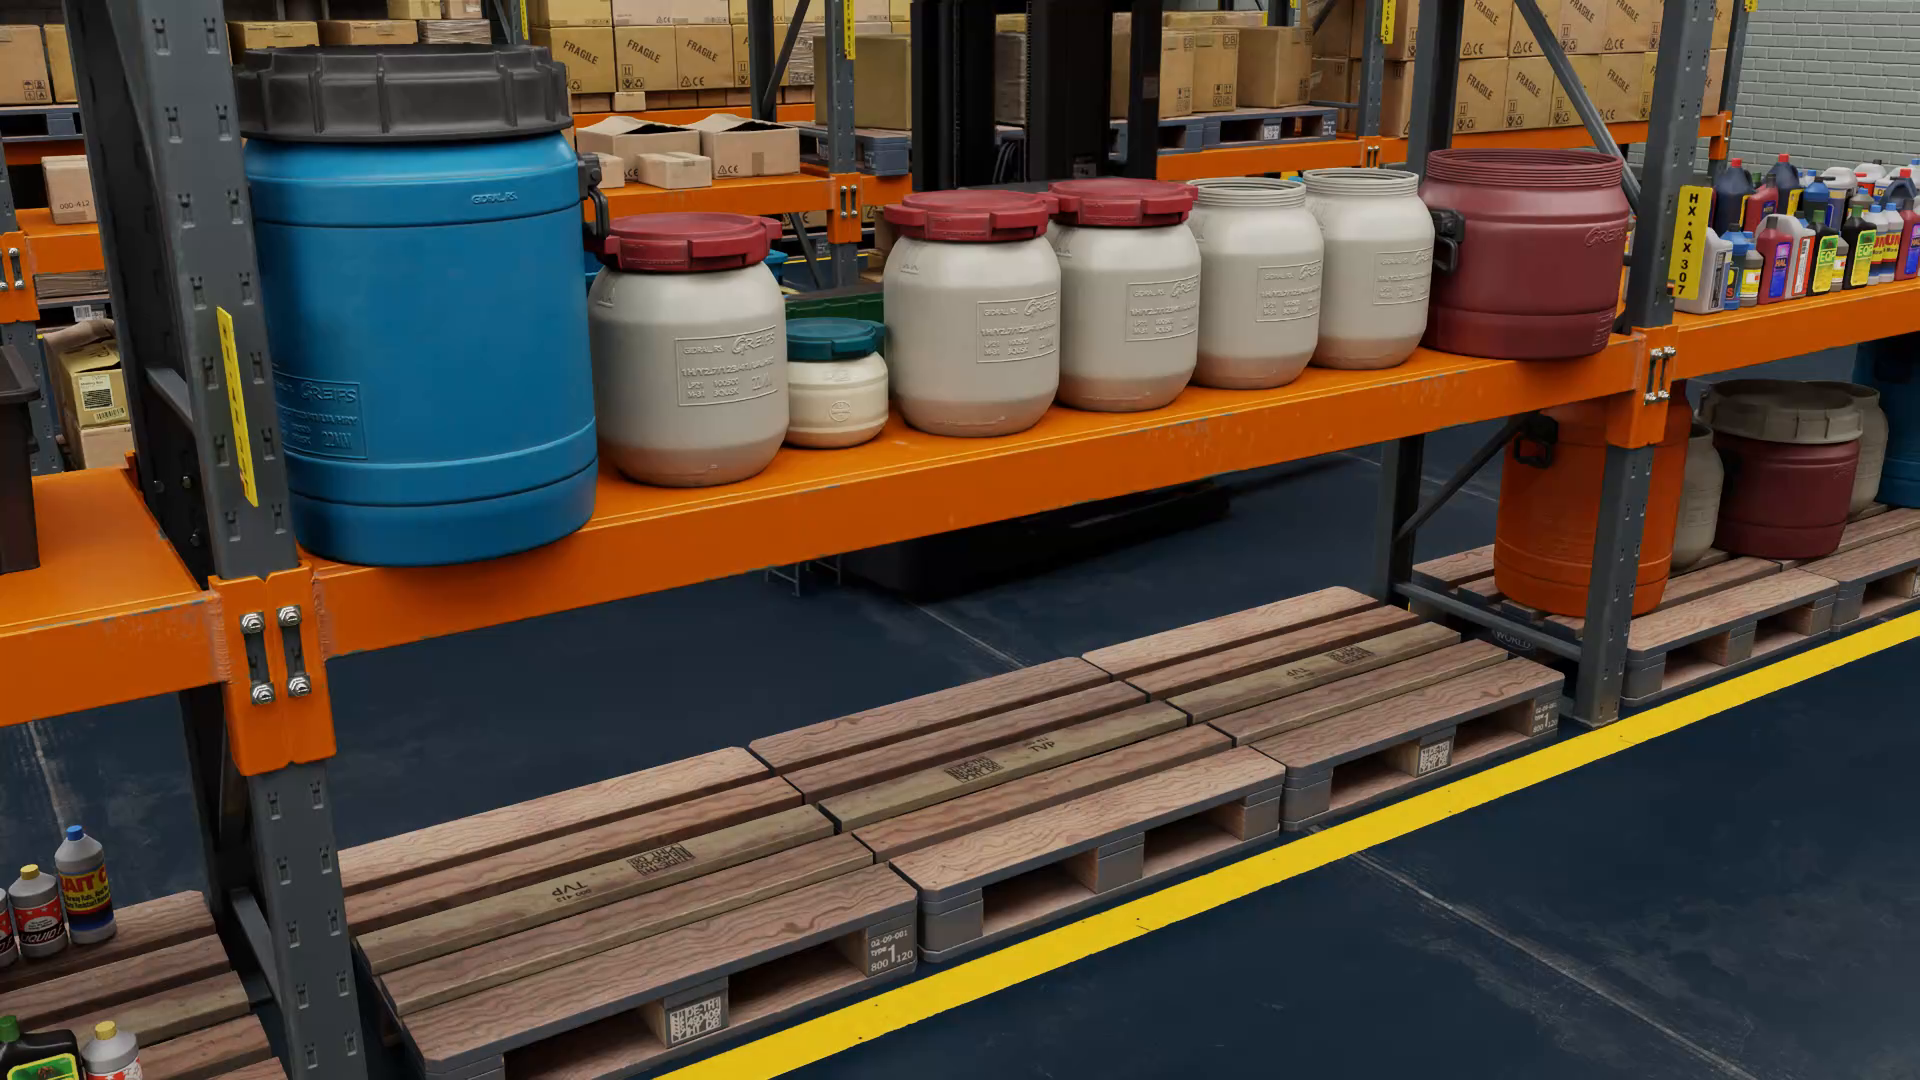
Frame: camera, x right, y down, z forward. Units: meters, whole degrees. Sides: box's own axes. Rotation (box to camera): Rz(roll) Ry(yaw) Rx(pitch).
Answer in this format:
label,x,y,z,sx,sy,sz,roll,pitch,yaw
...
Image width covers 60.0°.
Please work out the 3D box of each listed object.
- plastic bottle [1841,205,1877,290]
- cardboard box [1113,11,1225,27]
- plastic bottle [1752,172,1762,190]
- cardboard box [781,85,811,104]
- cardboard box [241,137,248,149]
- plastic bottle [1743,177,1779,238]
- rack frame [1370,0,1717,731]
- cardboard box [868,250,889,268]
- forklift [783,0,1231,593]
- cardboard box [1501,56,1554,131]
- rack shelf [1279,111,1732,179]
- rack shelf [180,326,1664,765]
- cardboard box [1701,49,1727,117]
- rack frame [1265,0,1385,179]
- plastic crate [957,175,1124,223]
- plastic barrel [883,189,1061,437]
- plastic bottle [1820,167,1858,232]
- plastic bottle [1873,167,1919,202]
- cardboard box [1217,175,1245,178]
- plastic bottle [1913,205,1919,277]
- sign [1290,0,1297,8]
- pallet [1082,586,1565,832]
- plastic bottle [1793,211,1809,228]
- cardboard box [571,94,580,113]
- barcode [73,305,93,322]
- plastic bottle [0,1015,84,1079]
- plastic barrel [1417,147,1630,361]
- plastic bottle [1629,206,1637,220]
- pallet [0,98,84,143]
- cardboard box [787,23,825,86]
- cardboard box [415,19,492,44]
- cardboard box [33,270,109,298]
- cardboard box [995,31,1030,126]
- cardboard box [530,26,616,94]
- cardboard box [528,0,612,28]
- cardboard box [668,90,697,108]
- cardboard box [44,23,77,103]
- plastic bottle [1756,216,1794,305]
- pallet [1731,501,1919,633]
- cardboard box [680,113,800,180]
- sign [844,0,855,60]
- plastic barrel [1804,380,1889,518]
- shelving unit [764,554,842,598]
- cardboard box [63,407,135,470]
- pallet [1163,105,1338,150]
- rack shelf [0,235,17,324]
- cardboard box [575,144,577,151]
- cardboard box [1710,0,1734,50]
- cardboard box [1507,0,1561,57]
label,x,y,z,sx,sy,sz,roll,pitch,yaw
plastic bottle,3.093,-1.012,5.737,0.133,0.283,0.061,-12,22,-31
cardboard box,2.048,-4.922,16.651,0.700,0.700,0.980,-12,22,-32
plastic bottle,3.161,-1.332,6.682,0.133,0.283,0.061,-12,22,-31
cardboard box,-1.482,-3.842,14.286,0.250,0.149,0.380,-13,22,-33
cardboard box,-3.134,-1.836,7.836,0.500,0.500,0.500,-10,21,-28
plastic bottle,3.129,-1.269,6.498,0.133,0.283,0.061,-12,22,-31
rack frame,1.837,-0.944,5.354,0.127,3.000,1.000,-12,22,-31
cardboard box,-0.232,-1.521,10.278,0.500,0.500,0.500,-11,22,-29
forklift,0.595,-1.552,7.259,3.031,2.935,1.130,-15,24,-38
cardboard box,3.877,-3.217,11.921,0.500,0.500,0.500,-12,22,-32
rack shelf,4.127,-2.986,12.516,4.000,0.370,1.077,-12,22,-31
rack shelf,0.167,-0.251,4.427,4.000,0.370,1.077,-12,22,-31
cardboard box,5.573,-3.574,12.978,0.500,0.500,0.500,-11,22,-30
rack frame,2.457,-2.974,11.359,0.127,3.000,1.000,-12,22,-31
plastic crate,0.320,-0.772,4.744,0.583,0.464,0.402,-12,22,-31
plastic barrel,0.029,-0.543,3.955,0.433,0.535,0.433,0,19,0
plastic bottle,3.615,-1.406,6.915,0.135,0.276,0.152,-12,22,-31
plastic bottle,3.892,-1.406,6.915,0.135,0.276,0.152,-12,22,-31
cardboard box,2.541,-3.868,17.249,0.500,0.500,0.700,-12,22,-31
plastic bottle,3.453,-1.089,5.984,0.097,0.271,0.097,0,19,0
sign,3.357,-5.516,16.700,0.005,0.325,0.100,-12,22,-31
pallet,1.169,0.503,5.427,1.213,0.211,1.003,-12,22,-31
plastic bottle,2.841,-0.984,5.672,0.097,0.271,0.097,0,19,0
cardboard box,-3.209,-3.480,13.217,0.250,0.149,0.380,-12,22,-32
barcode,-3.782,-0.978,7.170,0.075,0.075,0.001,-12,22,-31
plastic bottle,-1.724,1.012,3.123,0.133,0.283,0.061,-11,21,-29
plastic barrel,1.616,-0.846,4.850,0.708,0.536,0.600,-12,22,-31
plastic bottle,2.565,-1.193,6.291,0.097,0.271,0.097,0,19,0
pallet,-6.234,-2.894,11.422,1.213,0.211,1.003,-12,22,-31
cardboard box,-1.362,-4.169,14.241,0.500,0.500,0.500,-12,22,-31
cardboard box,-3.998,-3.764,12.853,0.500,0.500,0.700,-15,24,-38
cardboard box,-6.346,-2.048,11.834,0.500,0.500,0.700,-11,22,-30
cardboard box,0.449,-2.767,9.934,0.500,0.500,0.700,-8,20,-21
cardboard box,-3.065,-3.809,13.176,0.500,0.500,0.500,-11,22,-30
cardboard box,-3.066,-4.163,13.053,0.500,0.250,0.500,-11,22,-30
cardboard box,-2.371,-3.672,13.784,0.250,0.149,0.380,-11,22,-30
cardboard box,-6.037,-3.322,11.545,0.500,0.500,0.700,-9,21,-26
plastic bottle,2.676,-0.924,5.477,0.133,0.283,0.061,-12,22,-31
pallet,3.491,0.013,6.876,1.213,0.211,1.003,-12,22,-31
cardboard box,-1.212,-2.175,9.134,0.500,0.311,0.500,-10,21,-28
sign,-0.576,-2.670,8.652,0.005,0.325,0.100,-12,22,-31
plastic barrel,3.602,-0.377,6.907,0.421,0.512,0.421,0,19,0
shelving unit,-0.634,-0.249,6.575,0.210,0.900,0.258,-15,24,-38
cardboard box,-3.751,-0.466,7.578,0.500,0.250,0.500,-13,22,-33
pallet,1.730,-2.772,11.059,1.213,0.211,1.003,-12,22,-31
rack shelf,-5.895,-0.872,6.264,4.000,0.370,1.077,-12,22,-31
cardboard box,-2.925,-2.869,13.748,0.750,0.750,0.750,-12,22,-32
cardboard box,5.577,-4.048,12.817,0.500,0.500,0.500,-12,22,-32
cardboard box,3.866,-3.684,11.742,0.500,0.500,0.500,-13,22,-33
